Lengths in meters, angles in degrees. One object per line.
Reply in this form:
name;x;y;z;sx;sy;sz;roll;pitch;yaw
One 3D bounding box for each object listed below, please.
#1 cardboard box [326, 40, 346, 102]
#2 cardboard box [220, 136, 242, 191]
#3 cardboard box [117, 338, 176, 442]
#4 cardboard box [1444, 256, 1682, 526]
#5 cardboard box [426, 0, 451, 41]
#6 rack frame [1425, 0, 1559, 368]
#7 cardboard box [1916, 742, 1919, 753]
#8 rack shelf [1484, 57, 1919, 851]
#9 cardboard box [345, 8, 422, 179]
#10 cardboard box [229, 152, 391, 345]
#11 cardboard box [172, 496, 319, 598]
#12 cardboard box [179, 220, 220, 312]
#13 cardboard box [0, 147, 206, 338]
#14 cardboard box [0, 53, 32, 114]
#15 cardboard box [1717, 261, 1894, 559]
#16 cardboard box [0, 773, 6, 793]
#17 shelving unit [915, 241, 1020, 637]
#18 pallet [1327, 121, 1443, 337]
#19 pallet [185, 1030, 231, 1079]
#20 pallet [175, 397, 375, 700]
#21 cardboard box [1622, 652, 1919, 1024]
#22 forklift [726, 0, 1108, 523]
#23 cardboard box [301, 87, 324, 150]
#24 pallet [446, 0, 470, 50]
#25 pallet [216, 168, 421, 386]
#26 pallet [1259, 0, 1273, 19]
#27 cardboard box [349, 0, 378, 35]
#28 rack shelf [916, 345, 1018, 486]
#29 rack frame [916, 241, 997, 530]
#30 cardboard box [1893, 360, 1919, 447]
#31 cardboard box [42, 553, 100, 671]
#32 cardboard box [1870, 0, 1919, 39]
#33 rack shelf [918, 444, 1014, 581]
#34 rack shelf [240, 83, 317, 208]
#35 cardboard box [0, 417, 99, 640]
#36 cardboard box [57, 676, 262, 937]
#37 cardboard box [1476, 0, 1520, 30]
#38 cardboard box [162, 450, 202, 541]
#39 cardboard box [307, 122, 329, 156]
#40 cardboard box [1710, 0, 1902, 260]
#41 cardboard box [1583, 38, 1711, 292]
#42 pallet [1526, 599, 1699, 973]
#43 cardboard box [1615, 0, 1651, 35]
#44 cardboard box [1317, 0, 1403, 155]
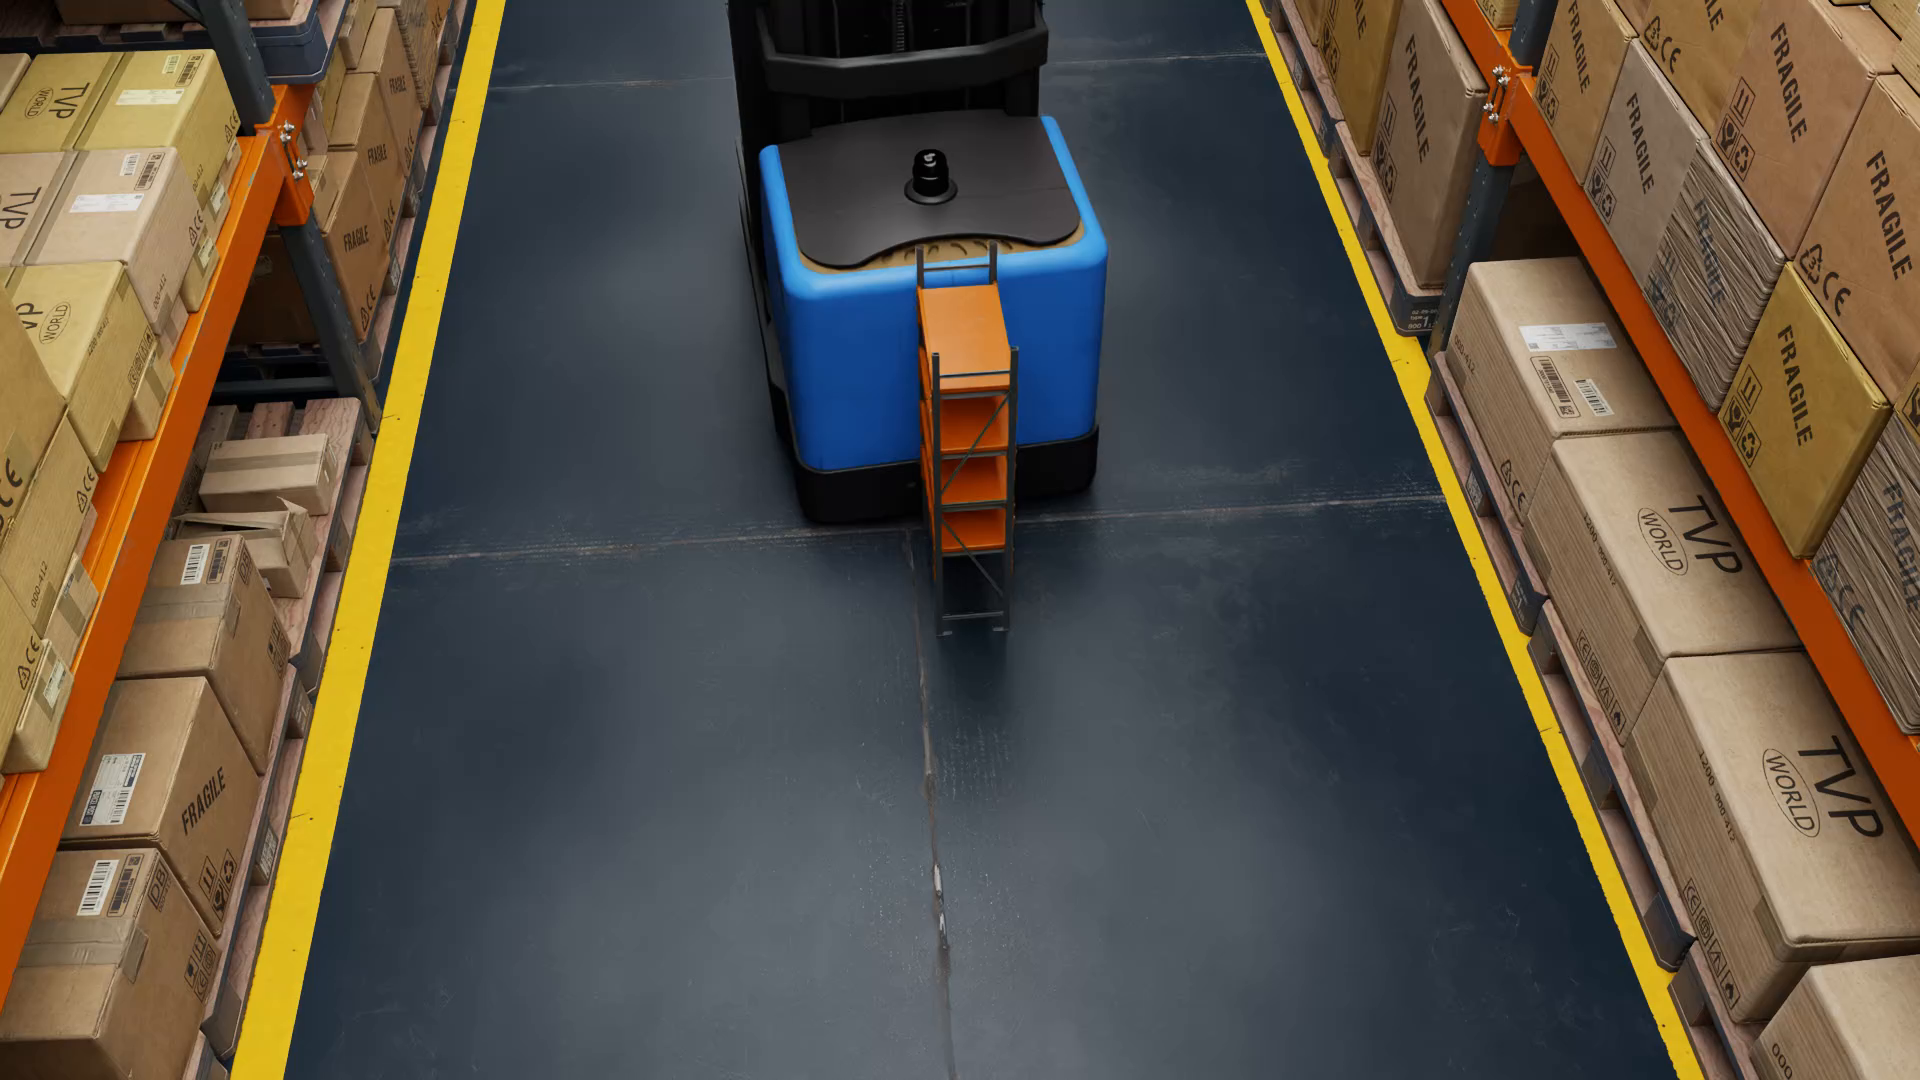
cardboard box;-2.579;-1.790;6.365;0.380;0.149;0.250;-4;47;-4
cardboard box;-2.366;-1.126;4.924;0.380;0.149;0.250;-3;47;-3
cardboard box;-2.232;-0.378;4.215;0.380;0.149;0.250;-4;47;-4
cardboard box;2.247;-0.535;5.666;0.875;0.438;0.875;-4;47;-4
cardboard box;-2.652;-2.573;7.553;0.500;0.500;0.500;-2;47;-2
rack frame;2.301;-1.732;5.325;1.000;3.000;0.127;-3;47;-3
cardboard box;2.305;0.430;3.208;0.500;0.500;0.500;-4;47;-4
rack shelf;2.469;-0.038;4.215;1.077;0.370;4.000;-3;47;-3
cardboard box;-2.553;-1.822;6.842;0.500;0.500;0.500;-5;47;-4
cardboard box;-2.461;-1.076;6.136;0.500;0.500;0.500;-2;47;-2
cardboard box;-2.275;0.011;5.267;0.396;0.266;0.258;-2;47;-2
cardboard box;-2.277;-0.753;4.570;0.380;0.149;0.250;-2;47;-2
cardboard box;-2.302;-0.763;4.306;0.500;0.250;0.500;-3;47;-3
cardboard box;-2.872;-1.104;4.628;0.500;0.250;0.500;-4;47;-4
cardboard box;2.196;-0.314;3.913;0.500;0.500;0.500;-2;47;-2
cardboard box;-2.176;0.550;3.336;0.380;0.149;0.250;-3;47;-3
shelving unit;0.016;-0.285;5.194;0.258;1.200;0.503;-4;47;-4
pallet;2.162;-1.327;6.862;1.003;0.211;1.213;-3;47;-3
pallet;-2.384;1.793;3.906;1.003;0.211;1.213;-3;47;-3
pallet;-2.588;0.028;5.578;1.003;0.211;1.213;-3;47;-3
cardboard box;2.396;0.765;4.435;0.875;0.438;0.875;-2;47;-2
forklift;-0.303;-2.155;5.772;1.130;2.935;3.031;-8;47;-7
cardboard box;-2.479;-1.499;5.884;0.380;0.149;0.250;-6;47;-5
pallet;-2.955;-2.821;8.276;1.003;0.211;1.213;-3;47;-3
pallet;-2.750;-1.055;6.604;1.003;0.211;1.213;-3;47;-3
pallet;1.958;-3.093;8.533;1.003;0.211;1.213;-3;47;-3
cardboard box;-2.581;-2.152;6.708;0.380;0.149;0.250;-2;47;-2
rack shelf;0.016;-0.393;5.080;0.258;0.148;0.480;-4;47;-4
rack frame;-0.010;-0.461;5.360;0.240;1.200;0.015;-4;47;-4
cardboard box;2.248;-0.285;3.197;0.500;0.500;0.500;-4;47;-4
cardboard box;-2.164;0.174;3.693;0.380;0.149;0.250;-3;47;-2
cardboard box;2.226;-1.168;3.586;0.380;0.149;0.250;-4;47;-3
rack shelf;0.016;-0.102;5.387;0.258;0.148;0.480;-4;47;-4
rack shelf;-2.812;-2.628;6.668;1.077;0.370;4.000;-3;47;-3
cardboard box;-2.231;-0.029;3.610;0.500;0.250;0.500;-5;47;-4
cardboard box;-2.244;0.724;4.431;0.500;0.500;0.500;-3;47;-3
cardboard box;2.013;-1.990;5.672;0.500;0.250;0.500;-4;47;-4
cardboard box;-2.825;-0.155;5.394;0.500;0.311;0.500;-2;47;-2
cardboard box;-2.510;-1.407;6.002;0.380;0.149;0.250;-5;47;-4
cardboard box;2.168;-1.014;3.887;0.500;0.500;0.500;-3;47;-3
cardboard box;2.118;-1.047;4.607;0.500;0.500;0.500;-3;47;-3
pallet;2.392;0.666;4.974;1.003;0.211;1.213;-3;47;-3
cardboard box;2.100;-1.751;4.585;0.500;0.500;0.500;-3;47;-3
cardboard box;2.086;-2.243;6.982;0.875;0.875;0.875;-2;47;-2
